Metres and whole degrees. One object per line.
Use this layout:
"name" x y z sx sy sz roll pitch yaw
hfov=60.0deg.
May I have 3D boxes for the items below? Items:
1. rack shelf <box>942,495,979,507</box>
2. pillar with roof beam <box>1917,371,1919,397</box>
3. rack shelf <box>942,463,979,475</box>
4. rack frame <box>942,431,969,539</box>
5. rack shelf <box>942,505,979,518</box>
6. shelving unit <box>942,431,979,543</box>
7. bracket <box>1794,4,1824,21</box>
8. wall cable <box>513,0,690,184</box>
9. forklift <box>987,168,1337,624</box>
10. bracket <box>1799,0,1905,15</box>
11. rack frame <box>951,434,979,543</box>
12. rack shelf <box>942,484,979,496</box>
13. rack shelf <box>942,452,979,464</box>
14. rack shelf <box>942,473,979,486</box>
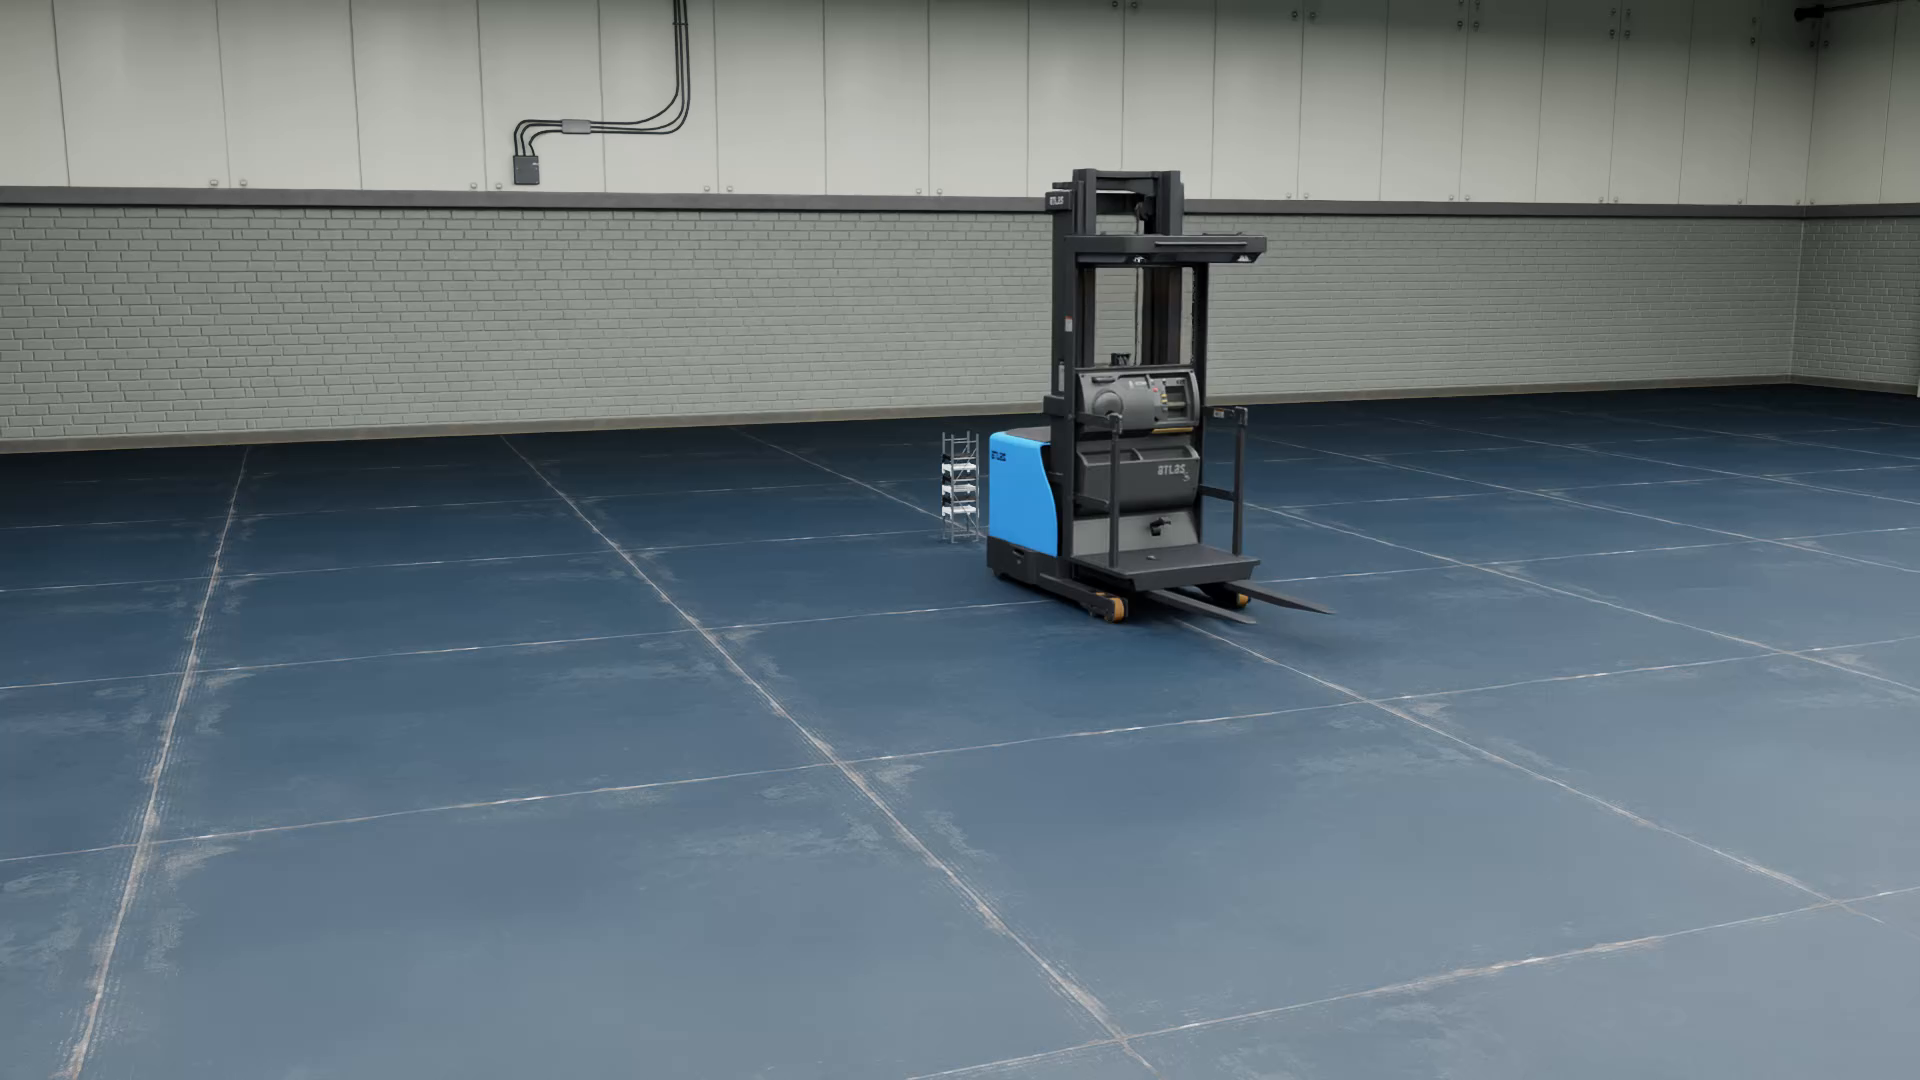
"rack shelf" 0.003 -0.320 13.855 0.258 0.077 0.200 -4 11 -21
"pillar with roof beam" 11.728 -6.459 24.535 9.100 9.000 0.400 -4 11 -21
"rack shelf" 0.003 -0.586 13.808 0.258 0.077 0.200 -4 11 -21
"rack frame" -0.034 -0.458 13.927 0.240 0.900 0.006 -4 11 -21
"rack shelf" 0.003 -0.232 13.871 0.258 0.077 0.200 -4 11 -21
"shelving unit" 0.003 -0.442 13.834 0.258 0.900 0.210 -4 11 -21
"bracket" 14.401 -8.936 28.185 0.235 0.232 0.430 -4 11 -21
"wall cable" -4.599 -7.572 21.082 2.305 6.003 0.169 -4 11 -21
"forklift" 1.321 -0.992 11.125 1.130 2.935 3.031 -5 11 -27
"bracket" 14.615 -8.840 27.643 0.076 0.066 3.189 -4 11 -21
"rack frame" 0.040 -0.425 13.741 0.240 0.900 0.006 -4 11 -21
"rack shelf" 0.003 -0.409 13.840 0.258 0.077 0.200 -4 11 -21
"rack shelf" 0.003 -0.675 13.792 0.258 0.077 0.200 -4 11 -21
"rack shelf" 0.003 -0.498 13.824 0.258 0.077 0.200 -4 11 -21
